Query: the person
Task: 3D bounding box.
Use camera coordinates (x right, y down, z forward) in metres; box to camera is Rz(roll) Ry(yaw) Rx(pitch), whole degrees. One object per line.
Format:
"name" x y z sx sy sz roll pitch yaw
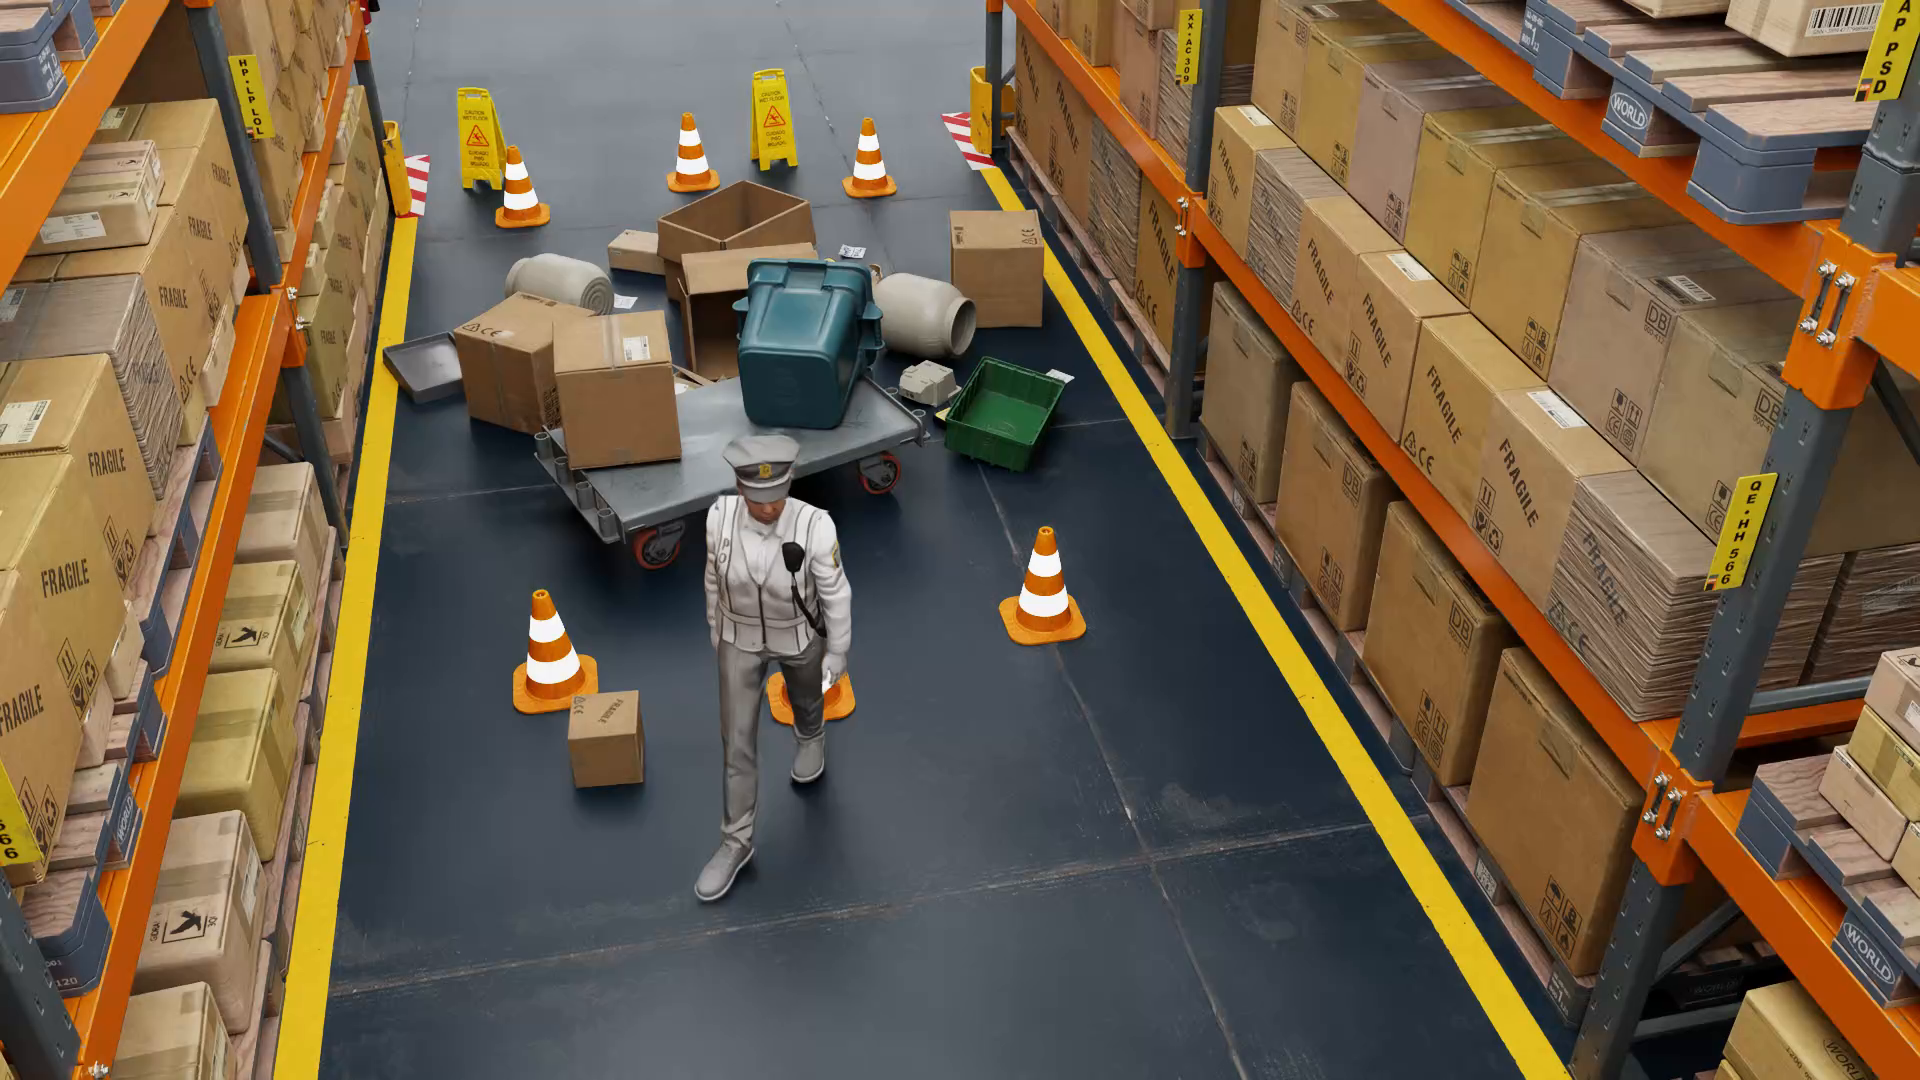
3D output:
"person" -0.633 0.348 5.640 0.546 1.626 0.867 2 35 2
